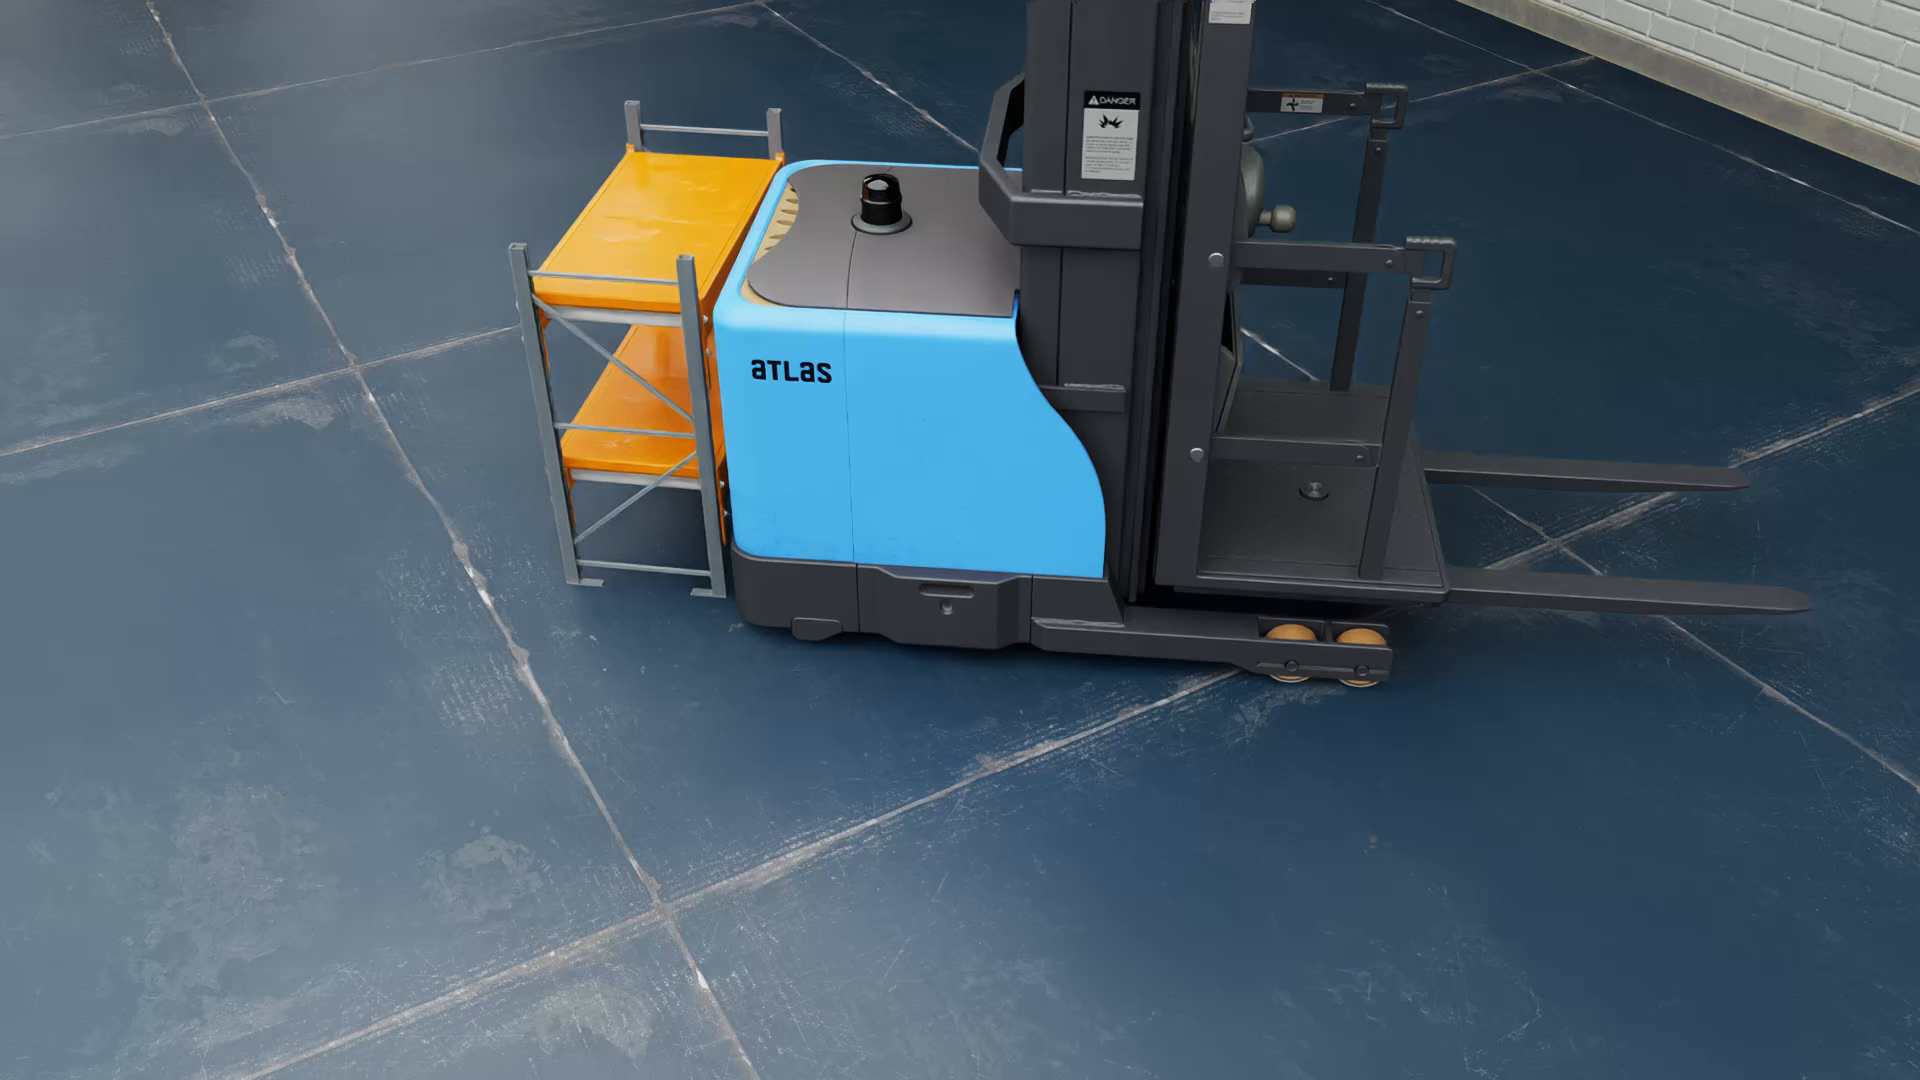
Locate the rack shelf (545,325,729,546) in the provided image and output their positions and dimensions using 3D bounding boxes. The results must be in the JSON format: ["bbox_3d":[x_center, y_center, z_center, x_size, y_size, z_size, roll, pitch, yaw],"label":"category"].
[{"bbox_3d":[-0.876,-0.407,5.268,0.538,0.278,1.000,5,36,7],"label":"rack shelf"}]

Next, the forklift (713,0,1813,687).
[{"bbox_3d":[0.895,-1.100,4.271,3.031,2.935,1.130,3,36,5],"label":"forklift"}]

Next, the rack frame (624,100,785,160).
[{"bbox_3d":[-0.804,-0.901,5.530,0.500,1.125,0.032,5,36,7],"label":"rack frame"}]

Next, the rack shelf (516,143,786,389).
[{"bbox_3d":[-0.876,-0.840,4.951,0.538,0.278,1.000,5,36,7],"label":"rack shelf"}]

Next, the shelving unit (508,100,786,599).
[{"bbox_3d":[-0.876,-0.604,5.123,0.538,1.125,1.048,5,36,7],"label":"shelving unit"}]

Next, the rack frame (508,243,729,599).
[{"bbox_3d":[-0.948,-0.307,4.717,0.500,1.125,0.032,5,36,7],"label":"rack frame"}]
